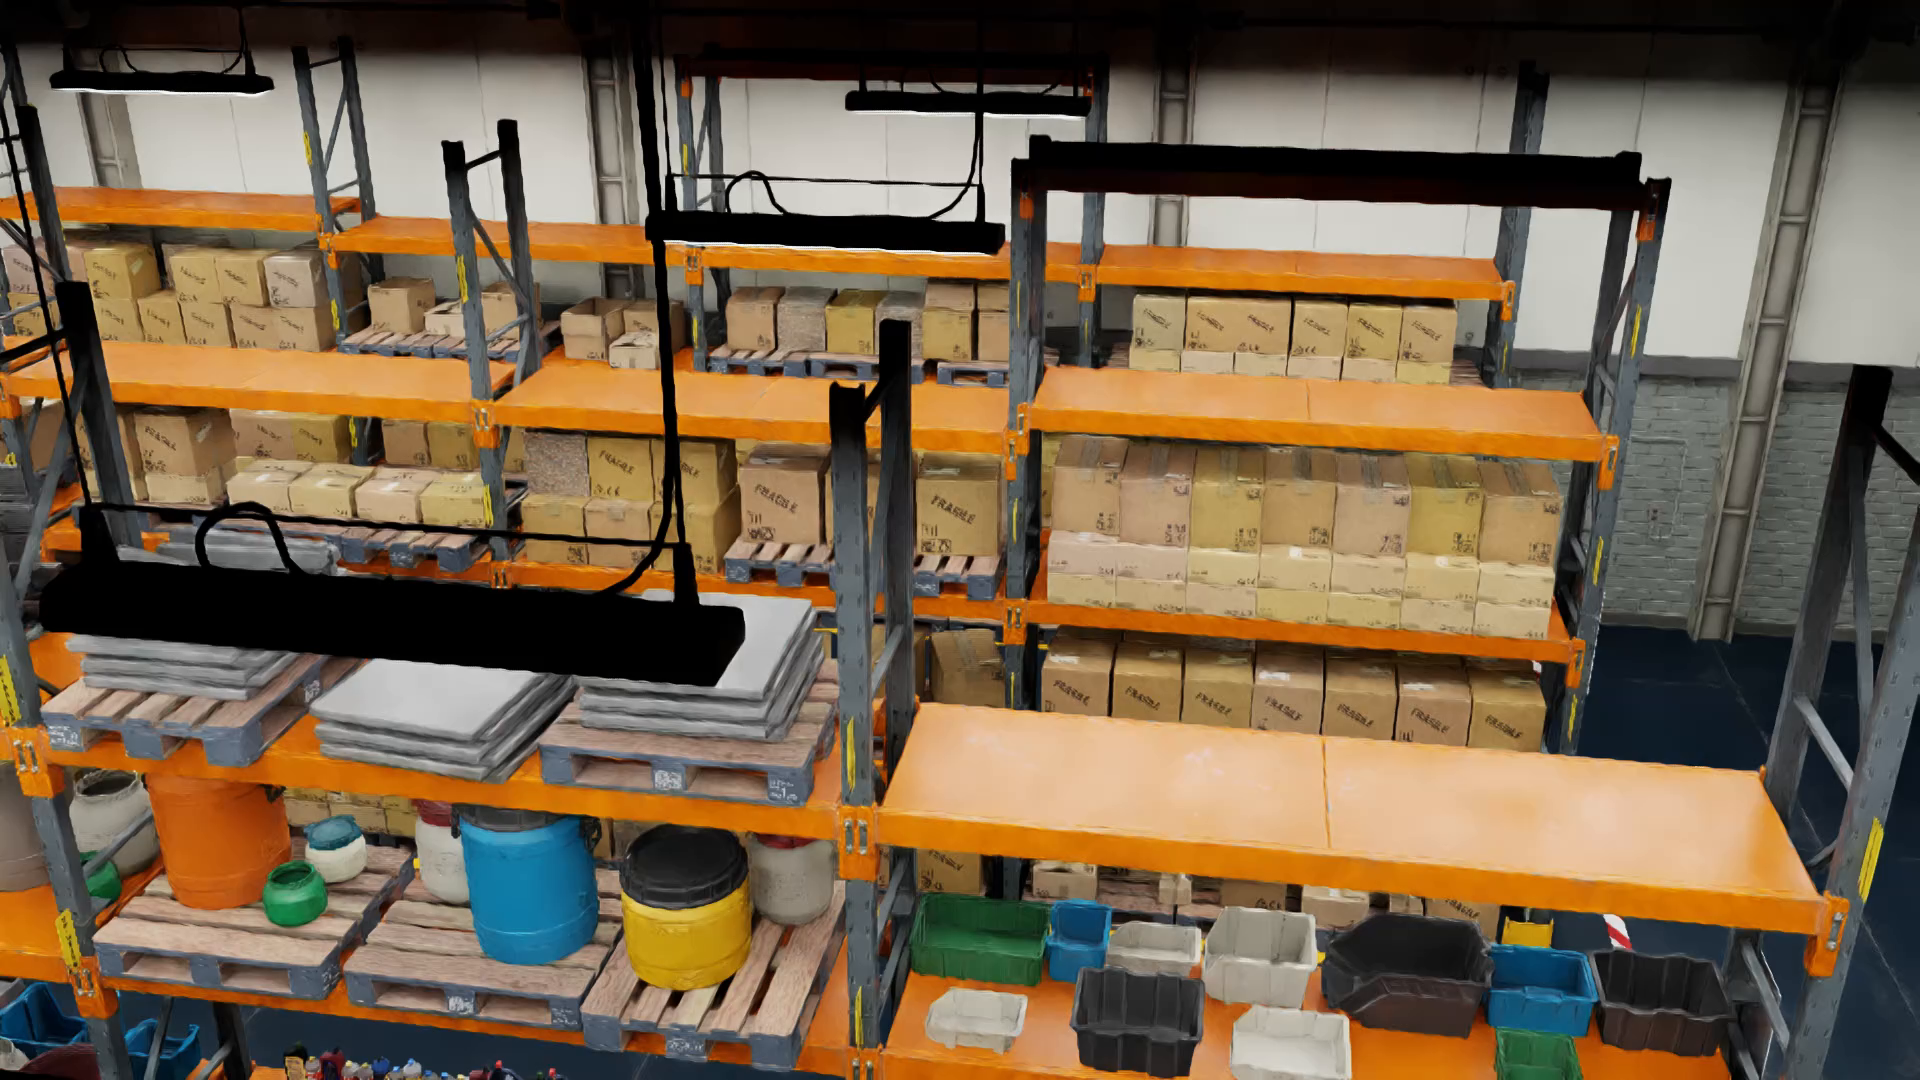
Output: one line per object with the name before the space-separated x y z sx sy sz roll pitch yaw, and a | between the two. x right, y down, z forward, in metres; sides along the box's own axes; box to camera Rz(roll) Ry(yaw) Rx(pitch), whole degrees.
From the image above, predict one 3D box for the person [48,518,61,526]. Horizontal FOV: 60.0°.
person | -9.007 0.495 17.007 0.857 1.689 0.701 -3 23 -6
